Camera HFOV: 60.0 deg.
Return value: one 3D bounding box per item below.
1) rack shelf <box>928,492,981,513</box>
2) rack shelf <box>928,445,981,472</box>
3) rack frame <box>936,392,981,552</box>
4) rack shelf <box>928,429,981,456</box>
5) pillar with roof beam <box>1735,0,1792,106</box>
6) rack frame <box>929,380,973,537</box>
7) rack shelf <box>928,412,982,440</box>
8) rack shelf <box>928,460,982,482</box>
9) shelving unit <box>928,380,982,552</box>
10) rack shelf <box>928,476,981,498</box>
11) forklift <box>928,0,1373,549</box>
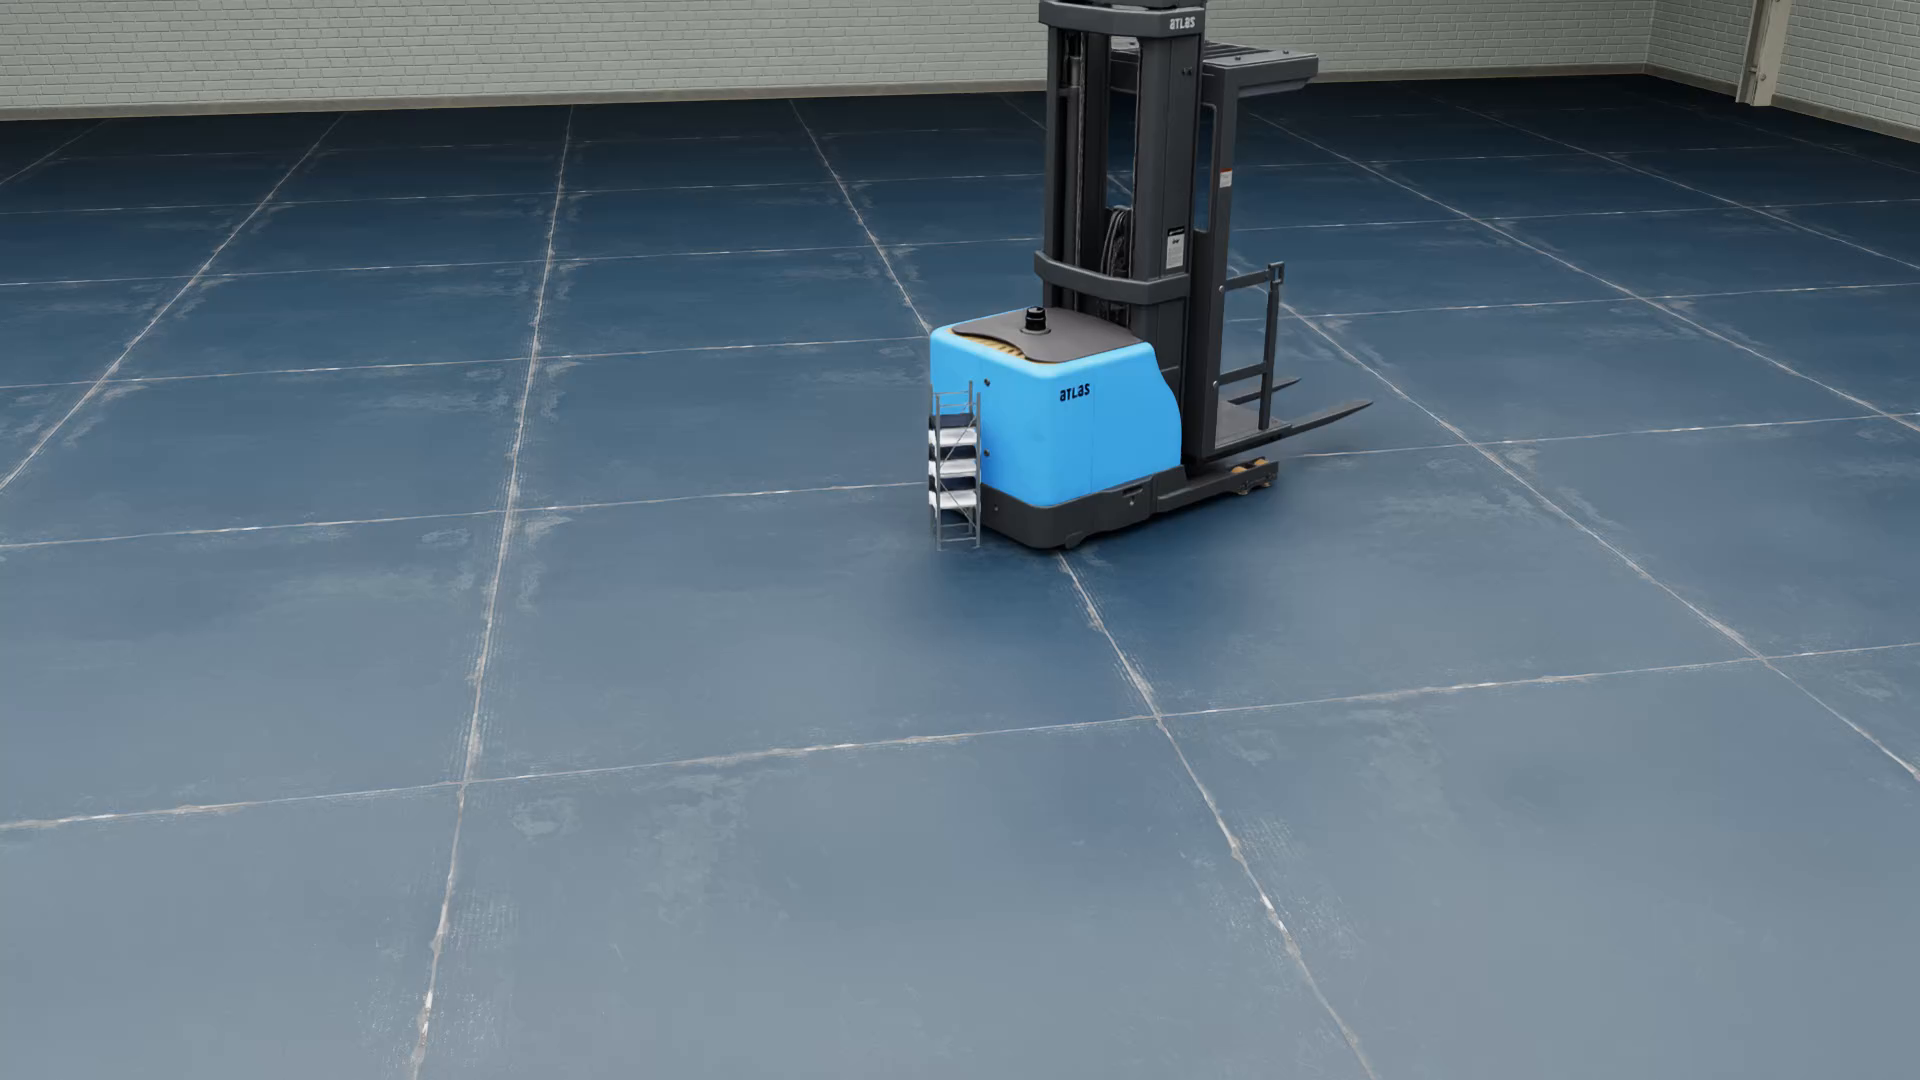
[{"bbox_3d":[-0.030,-0.203,9.123,0.258,0.077,0.200,-5,24,-10],"label":"rack shelf"},{"bbox_3d":[-0.030,-0.450,9.014,0.258,0.077,0.200,-5,24,-10],"label":"rack shelf"},{"bbox_3d":[-0.010,-0.358,8.946,0.240,0.900,0.006,-5,24,-10],"label":"rack frame"},{"bbox_3d":[-0.030,-0.532,8.978,0.258,0.077,0.200,-5,24,-10],"label":"rack shelf"},{"bbox_3d":[6.835,-9.892,20.655,9.100,9.000,0.400,-4,24,-10],"label":"pillar with roof beam"},{"bbox_3d":[-0.050,-0.438,9.128,0.240,0.900,0.006,-5,24,-10],"label":"rack frame"},{"bbox_3d":[-0.030,-0.615,8.942,0.258,0.077,0.200,-5,24,-10],"label":"rack shelf"},{"bbox_3d":[-0.030,-0.368,9.050,0.258,0.077,0.200,-5,24,-10],"label":"rack shelf"},{"bbox_3d":[-0.030,-0.398,9.037,0.258,0.900,0.210,-5,24,-10],"label":"shelving unit"},{"bbox_3d":[-0.030,-0.285,9.086,0.258,0.077,0.200,-5,24,-10],"label":"rack shelf"},{"bbox_3d":[1.283,-1.757,9.610,3.031,2.935,1.130,-18,29,-35],"label":"forklift"}]
